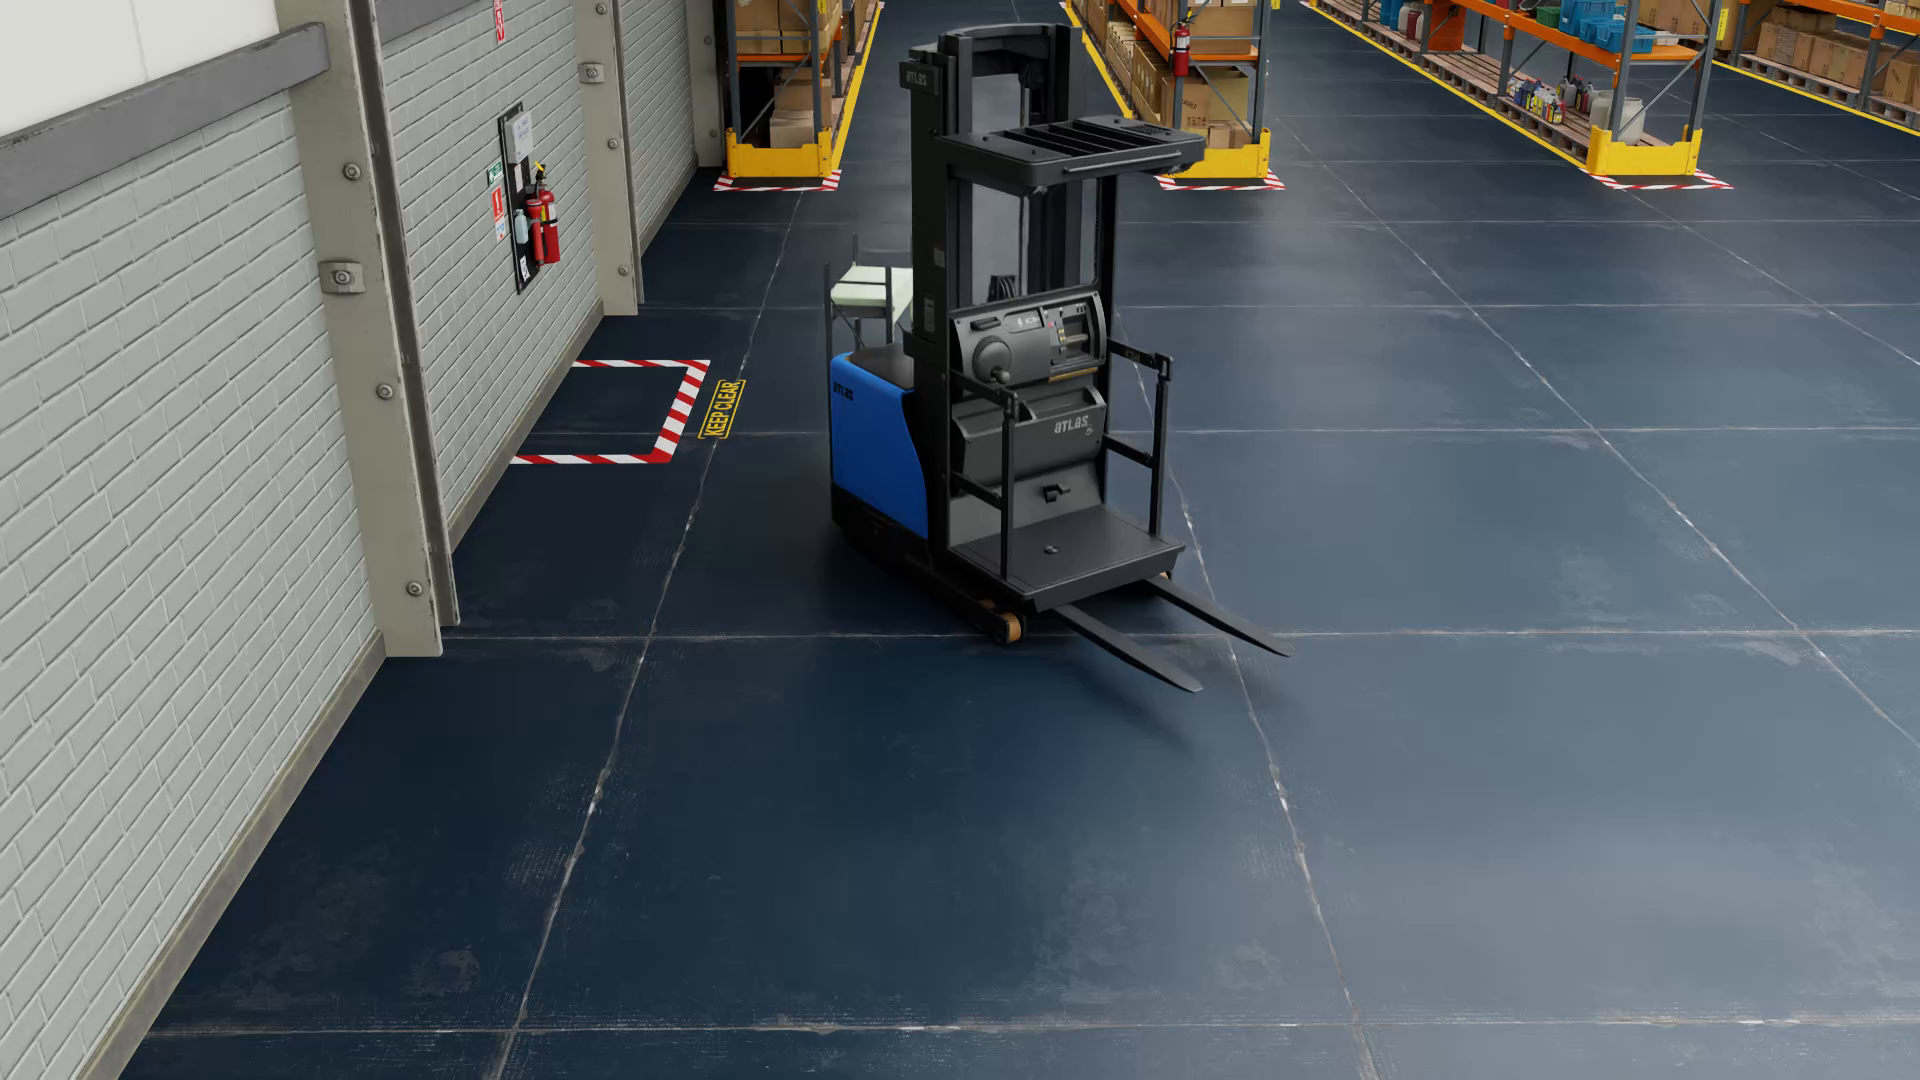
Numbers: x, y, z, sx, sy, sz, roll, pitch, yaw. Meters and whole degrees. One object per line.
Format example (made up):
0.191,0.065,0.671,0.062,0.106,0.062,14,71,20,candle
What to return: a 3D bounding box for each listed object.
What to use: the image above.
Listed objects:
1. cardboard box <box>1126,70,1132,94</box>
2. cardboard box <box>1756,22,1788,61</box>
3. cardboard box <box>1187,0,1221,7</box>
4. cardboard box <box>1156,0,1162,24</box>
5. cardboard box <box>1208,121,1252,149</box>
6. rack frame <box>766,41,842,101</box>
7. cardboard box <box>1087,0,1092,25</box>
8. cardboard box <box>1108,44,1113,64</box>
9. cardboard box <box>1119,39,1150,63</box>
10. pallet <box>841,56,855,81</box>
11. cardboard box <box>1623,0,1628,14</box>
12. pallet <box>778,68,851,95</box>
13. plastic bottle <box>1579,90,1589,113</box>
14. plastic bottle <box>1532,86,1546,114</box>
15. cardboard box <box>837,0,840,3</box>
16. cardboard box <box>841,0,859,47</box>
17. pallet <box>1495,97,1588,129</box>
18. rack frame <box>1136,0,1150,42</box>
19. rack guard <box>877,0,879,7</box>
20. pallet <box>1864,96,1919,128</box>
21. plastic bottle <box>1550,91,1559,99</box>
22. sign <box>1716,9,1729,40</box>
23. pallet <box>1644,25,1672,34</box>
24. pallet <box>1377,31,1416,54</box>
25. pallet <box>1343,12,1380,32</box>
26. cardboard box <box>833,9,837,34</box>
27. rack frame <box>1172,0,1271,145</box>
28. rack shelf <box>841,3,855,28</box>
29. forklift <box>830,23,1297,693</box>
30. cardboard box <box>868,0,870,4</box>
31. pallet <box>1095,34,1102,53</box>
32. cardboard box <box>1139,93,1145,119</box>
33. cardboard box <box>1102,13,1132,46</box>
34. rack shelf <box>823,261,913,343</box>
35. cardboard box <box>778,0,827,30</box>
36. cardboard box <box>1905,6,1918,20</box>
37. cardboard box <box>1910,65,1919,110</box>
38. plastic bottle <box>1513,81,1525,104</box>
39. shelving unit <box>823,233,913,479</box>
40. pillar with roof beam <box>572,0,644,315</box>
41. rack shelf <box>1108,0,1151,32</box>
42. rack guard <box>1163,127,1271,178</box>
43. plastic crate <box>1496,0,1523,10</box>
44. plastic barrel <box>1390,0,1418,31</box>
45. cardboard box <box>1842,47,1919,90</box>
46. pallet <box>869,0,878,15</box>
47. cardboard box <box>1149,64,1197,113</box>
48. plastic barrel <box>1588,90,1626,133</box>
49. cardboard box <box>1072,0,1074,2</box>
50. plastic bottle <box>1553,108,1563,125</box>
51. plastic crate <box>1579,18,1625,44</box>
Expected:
2.561,-6.297,22.861,0.500,0.250,0.500,0,24,-1,cardboard box
12.744,-7.666,25.560,0.700,0.500,0.500,-2,24,-3,cardboard box
2.704,-6.039,18.554,0.380,0.149,0.250,-1,24,-1,cardboard box
2.878,-6.835,21.101,0.700,0.500,0.500,-1,24,-1,cardboard box
3.115,-4.702,19.333,0.500,0.250,0.500,0,24,-1,cardboard box
-2.098,-7.166,21.953,1.000,3.000,0.127,0,24,-1,rack frame
2.529,-9.347,29.276,0.500,0.500,0.500,-1,24,-3,cardboard box
2.530,-7.352,25.192,0.500,0.250,0.500,-1,24,-2,cardboard box
2.549,-6.969,23.665,0.500,0.311,0.500,0,24,-1,cardboard box
-2.135,-7.221,25.460,1.003,0.211,1.213,0,24,-1,pallet
12.746,-10.024,30.343,0.875,0.875,0.875,0,24,-1,cardboard box
-2.124,-6.720,24.352,1.003,0.211,1.213,0,24,-1,pallet
8.000,-5.629,21.318,0.061,0.283,0.133,0,24,-1,plastic bottle
7.409,-5.616,21.208,0.144,0.351,0.185,0,24,-1,plastic bottle
-1.773,-7.049,20.943,0.500,0.500,0.500,0,24,-1,cardboard box
-2.019,-8.329,26.626,0.750,0.750,0.750,-1,24,-1,cardboard box
7.774,-5.663,22.014,1.003,0.211,1.213,0,24,-1,pallet
2.855,-7.189,22.006,1.000,3.000,0.127,0,24,-1,rack frame
-2.229,-10.981,33.423,1.175,0.500,0.348,0,24,-1,rack guard
12.803,-5.685,22.064,1.003,0.211,1.213,0,24,-1,pallet
7.557,-5.593,21.248,0.152,0.276,0.135,0,24,-1,plastic bottle
8.402,-5.689,18.352,0.100,0.325,0.005,0,24,-1,sign
12.757,-8.941,29.262,1.003,0.211,1.213,0,24,-1,pallet
7.704,-8.414,28.098,1.003,0.211,1.213,0,24,-1,pallet
7.674,-9.539,30.585,1.003,0.211,1.213,0,24,-1,pallet
-1.765,-6.293,20.181,0.500,0.250,0.500,0,24,0,cardboard box
2.899,-5.541,18.362,1.000,3.000,0.127,0,24,-1,rack frame
-2.120,-7.662,23.924,1.077,0.370,4.000,0,24,-1,rack shelf
0.492,-1.022,8.453,1.130,2.935,3.031,-16,29,-31,forklift
-2.116,-10.669,32.222,0.700,0.500,0.500,0,24,-1,cardboard box
2.831,-8.376,28.014,1.003,0.211,1.213,0,24,-1,pallet
2.558,-5.523,21.149,0.500,0.250,0.500,0,24,-1,cardboard box
2.566,-8.283,26.925,0.500,0.500,0.500,1,24,2,cardboard box
-0.531,-1.412,10.105,0.431,0.370,0.720,4,25,9,rack shelf
-1.759,-5.998,18.619,0.500,0.500,0.500,0,24,0,cardboard box
12.483,-6.822,21.499,0.380,0.149,0.250,0,24,-1,cardboard box
12.739,-5.884,21.643,0.500,0.500,0.500,8,25,16,cardboard box
7.404,-5.903,21.934,0.152,0.276,0.135,1,24,1,plastic bottle
-0.531,-1.056,10.266,0.431,1.500,0.755,4,25,9,shelving unit
1.443,-6.082,12.278,9.100,9.000,0.400,0,24,-1,pillar with roof beam
2.833,-7.686,23.976,1.077,0.370,4.000,0,24,-1,rack shelf
2.899,-4.392,18.855,1.175,0.500,0.348,0,24,-1,rack guard
7.497,-7.437,22.477,0.402,0.464,0.583,0,24,-1,plastic crate
7.717,-9.226,28.546,0.600,0.901,0.708,0,24,-1,plastic barrel
12.776,-6.547,23.085,0.700,0.500,0.500,-2,24,-5,cardboard box
-2.142,-10.511,32.733,1.003,0.211,1.213,0,24,-1,pallet
2.570,-5.453,20.084,0.500,0.500,0.500,0,24,-1,cardboard box
7.763,-5.097,19.889,0.421,0.512,0.421,0,24,0,plastic barrel
2.452,-10.650,32.461,0.500,0.250,0.500,0,24,-1,cardboard box
7.393,-5.242,20.562,0.097,0.201,0.097,0,24,0,plastic bottle
7.546,-5.967,19.483,0.499,0.251,0.408,0,24,-1,plastic crate
